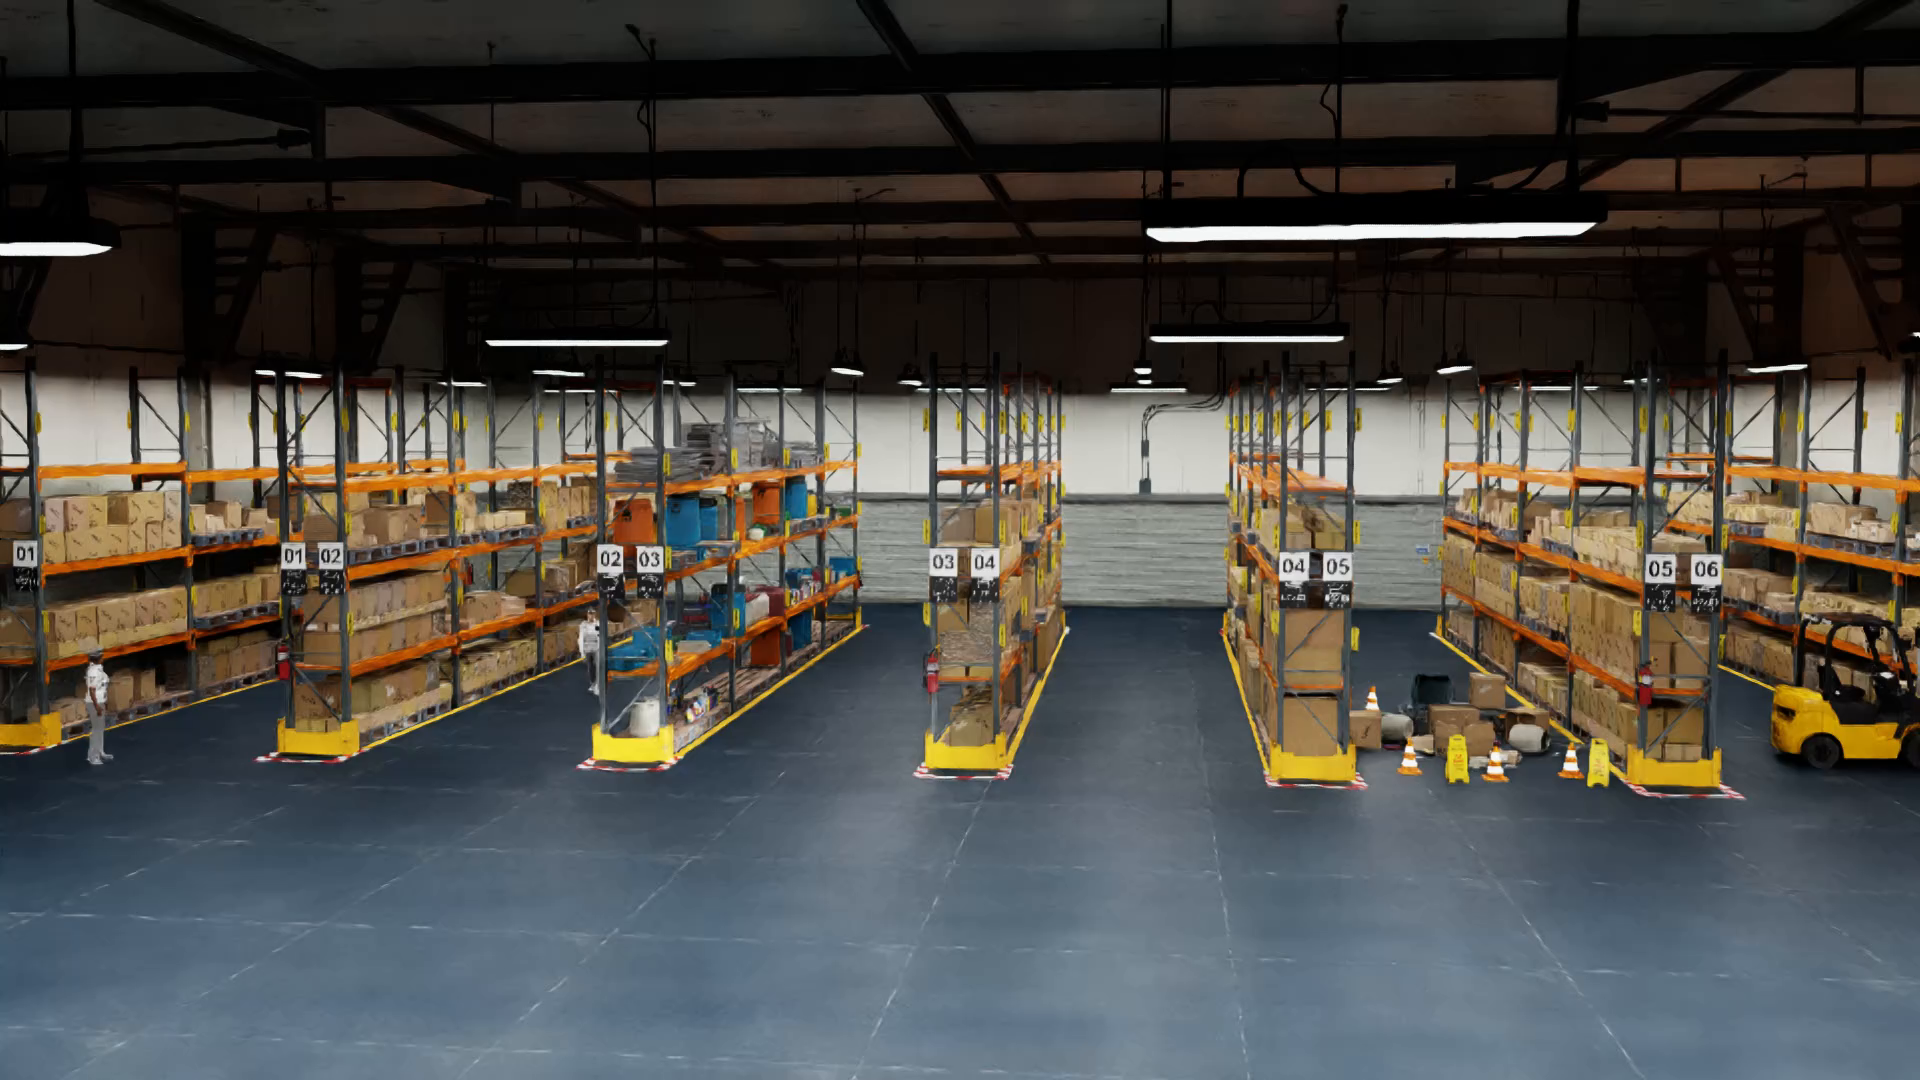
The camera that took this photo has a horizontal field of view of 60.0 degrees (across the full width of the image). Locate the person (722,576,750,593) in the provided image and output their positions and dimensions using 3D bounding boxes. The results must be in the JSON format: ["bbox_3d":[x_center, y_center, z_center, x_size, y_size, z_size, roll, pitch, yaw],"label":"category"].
[{"bbox_3d":[-5.189,1.434,38.330,0.702,1.735,0.549,0,4,5],"label":"person"}]

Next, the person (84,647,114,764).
[{"bbox_3d":[-12.746,2.456,24.583,0.372,1.737,0.527,-2,4,-22],"label":"person"}]

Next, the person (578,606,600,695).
[{"bbox_3d":[-6.763,2.013,30.559,0.483,1.621,0.994,0,4,-1],"label":"person"}]

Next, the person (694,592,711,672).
[{"bbox_3d":[-5.164,1.837,33.652,0.603,1.575,0.831,1,4,12],"label":"person"}]
